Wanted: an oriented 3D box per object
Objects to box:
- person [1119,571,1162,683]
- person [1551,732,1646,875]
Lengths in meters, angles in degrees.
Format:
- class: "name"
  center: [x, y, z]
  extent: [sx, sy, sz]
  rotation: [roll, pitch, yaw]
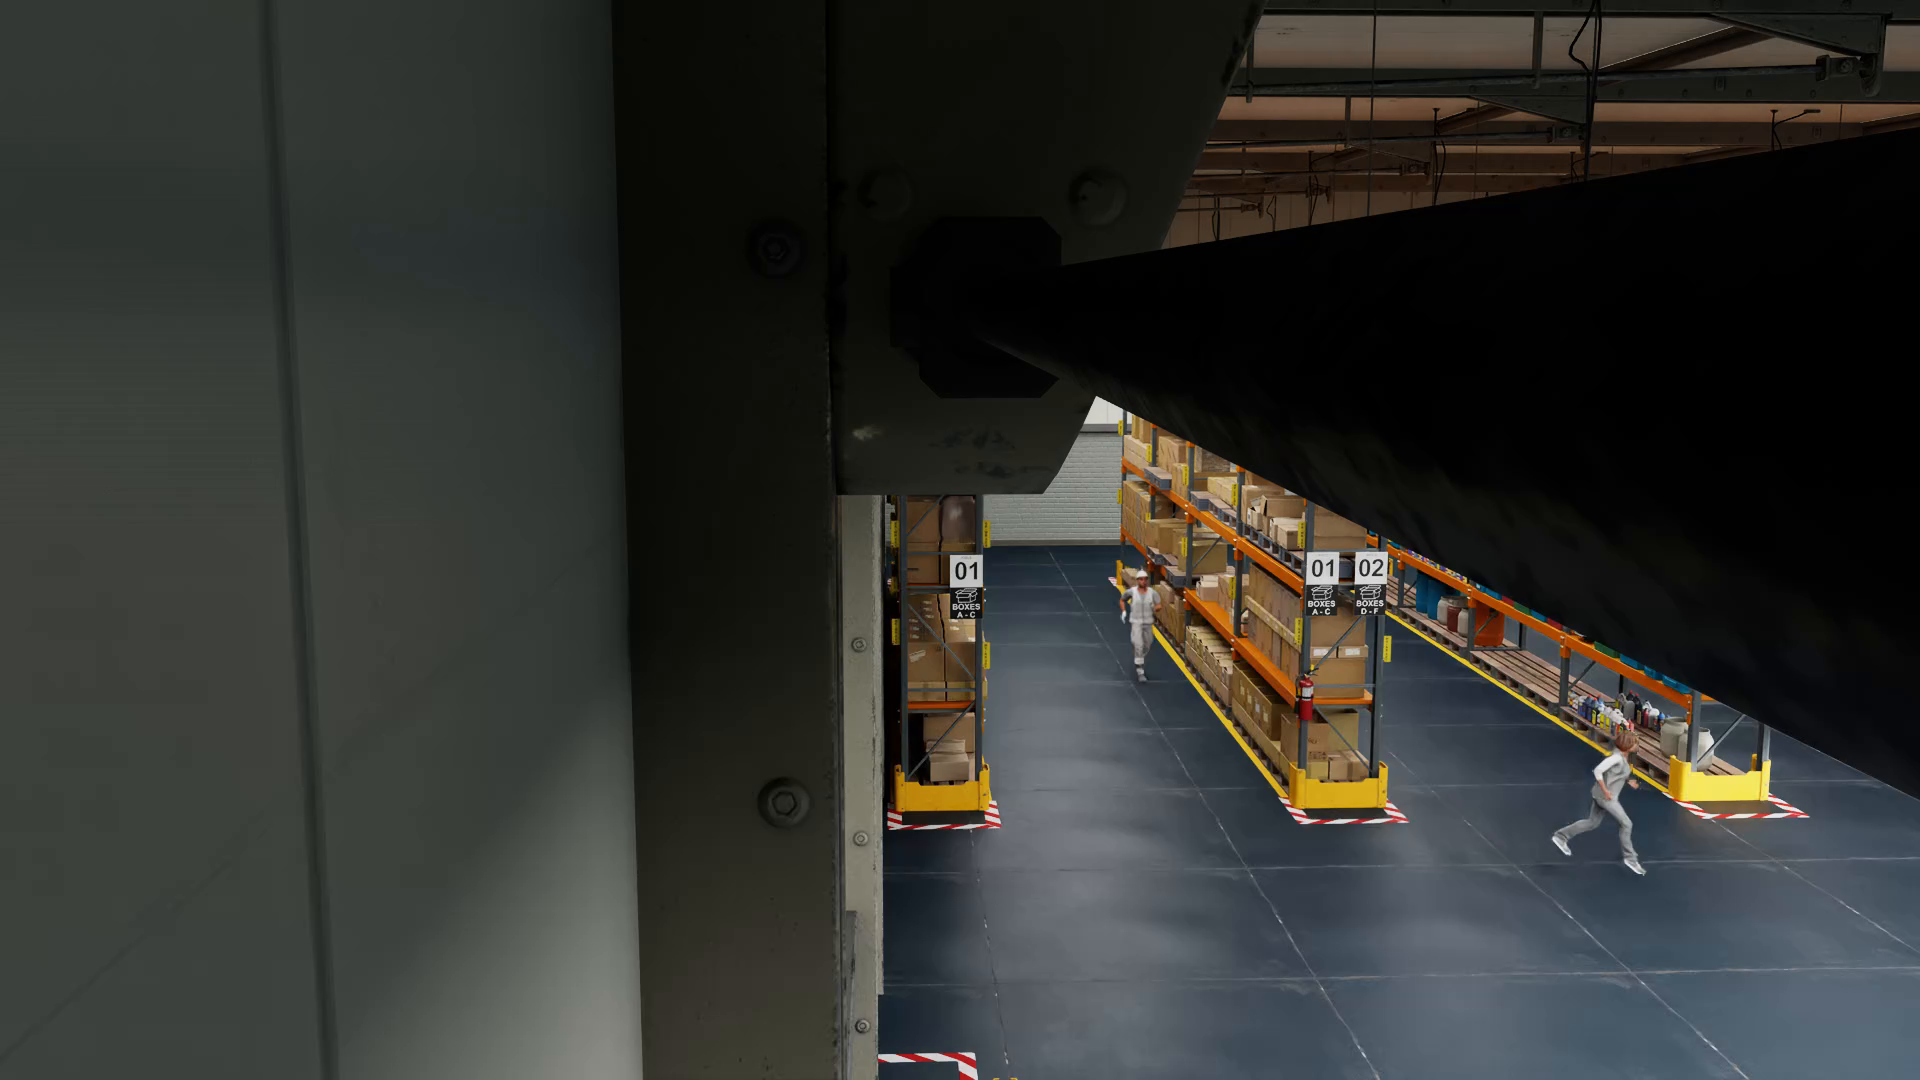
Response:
- class: "person"
  center: [2.993, 1.385, 27.405]
  extent: [0.662, 1.772, 1.002]
  rotation: [-1, 9, -8]
- class: "person"
  center: [7.078, 2.869, 18.344]
  extent: [0.997, 1.588, 0.541]
  rotation: [3, 9, 19]
